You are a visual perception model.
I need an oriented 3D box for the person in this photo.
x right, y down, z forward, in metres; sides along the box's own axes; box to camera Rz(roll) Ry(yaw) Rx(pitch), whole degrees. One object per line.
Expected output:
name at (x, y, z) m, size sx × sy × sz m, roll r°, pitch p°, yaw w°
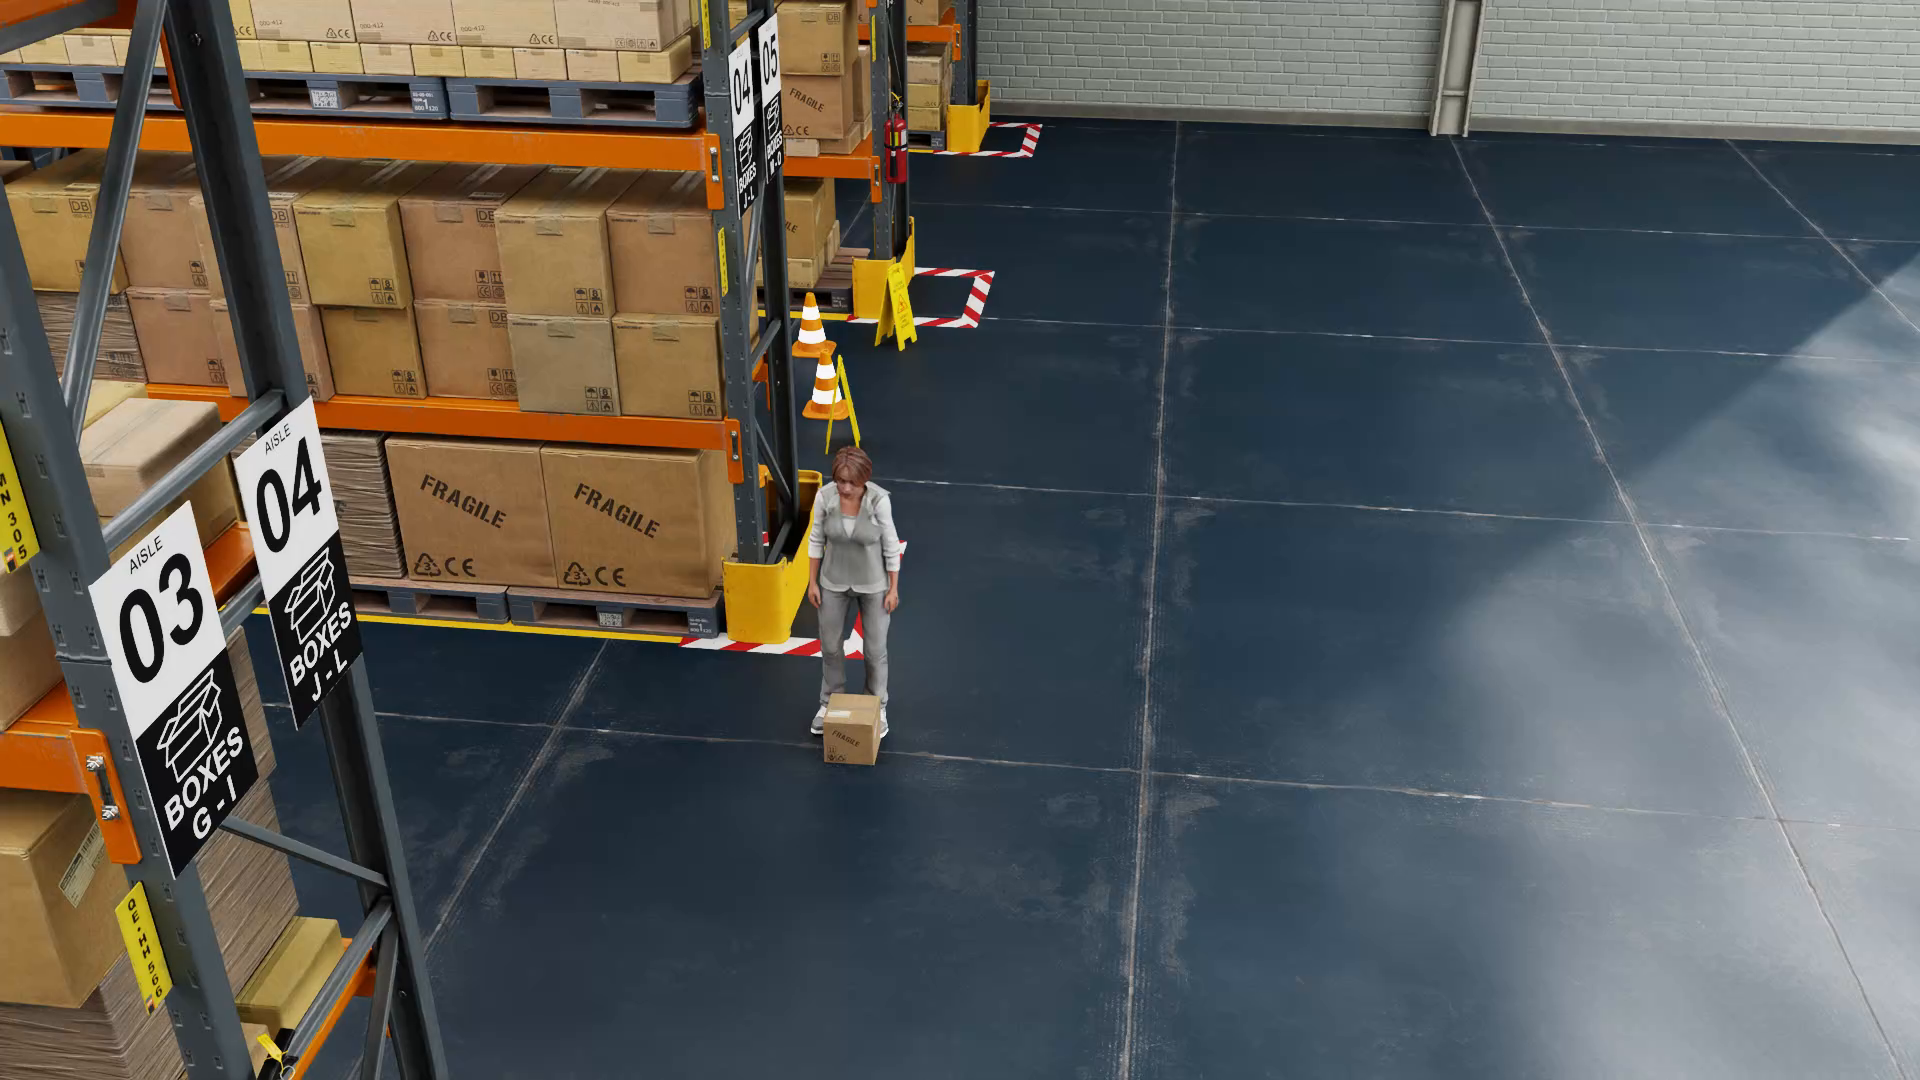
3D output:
person at (-0.520, 0.239, 8.200) m, size 0.460 × 1.593 × 0.346 m, roll 4°, pitch 29°, yaw 6°
